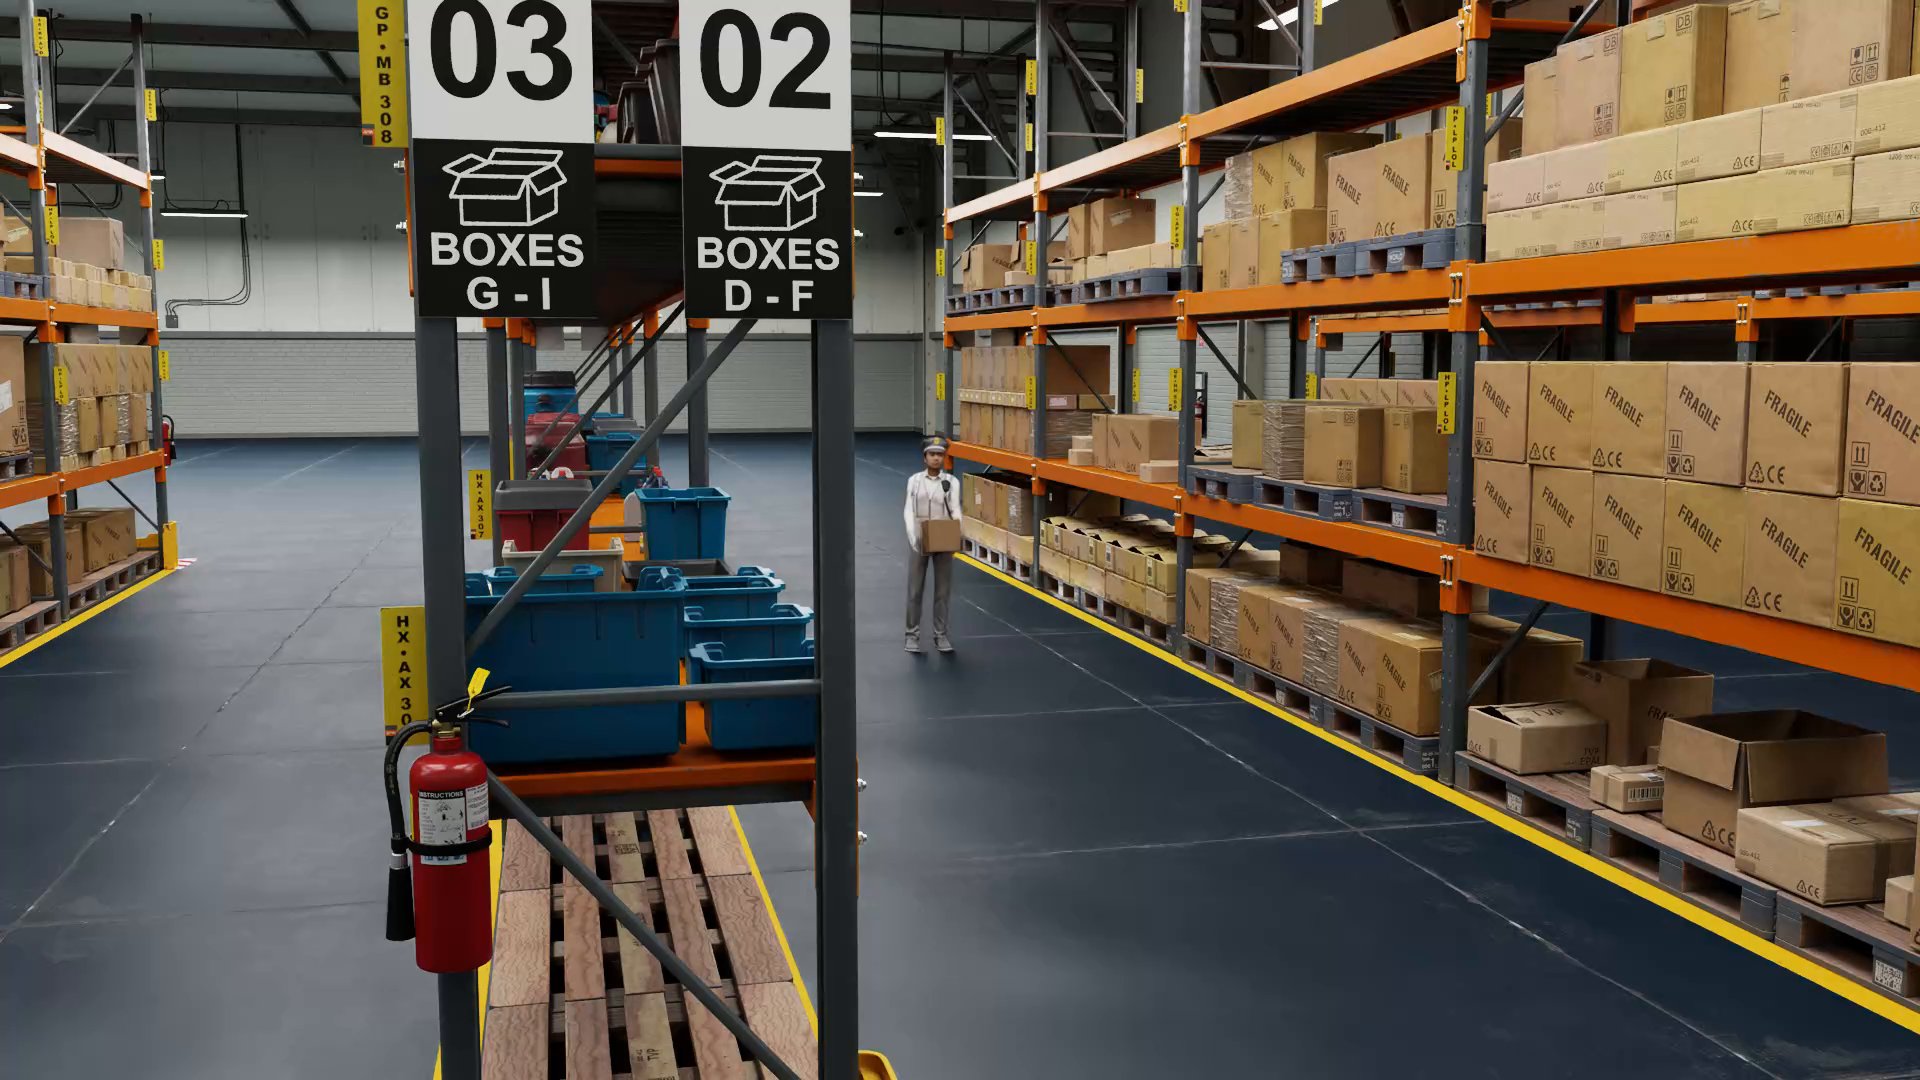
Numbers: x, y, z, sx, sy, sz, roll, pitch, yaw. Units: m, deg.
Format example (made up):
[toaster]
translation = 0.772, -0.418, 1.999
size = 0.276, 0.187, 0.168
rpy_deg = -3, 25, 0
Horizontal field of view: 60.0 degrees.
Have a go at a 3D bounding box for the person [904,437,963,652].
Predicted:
[person]
translation = -0.212, 0.033, 13.200
size = 0.471, 1.700, 0.543
rpy_deg = 0, 6, 2
